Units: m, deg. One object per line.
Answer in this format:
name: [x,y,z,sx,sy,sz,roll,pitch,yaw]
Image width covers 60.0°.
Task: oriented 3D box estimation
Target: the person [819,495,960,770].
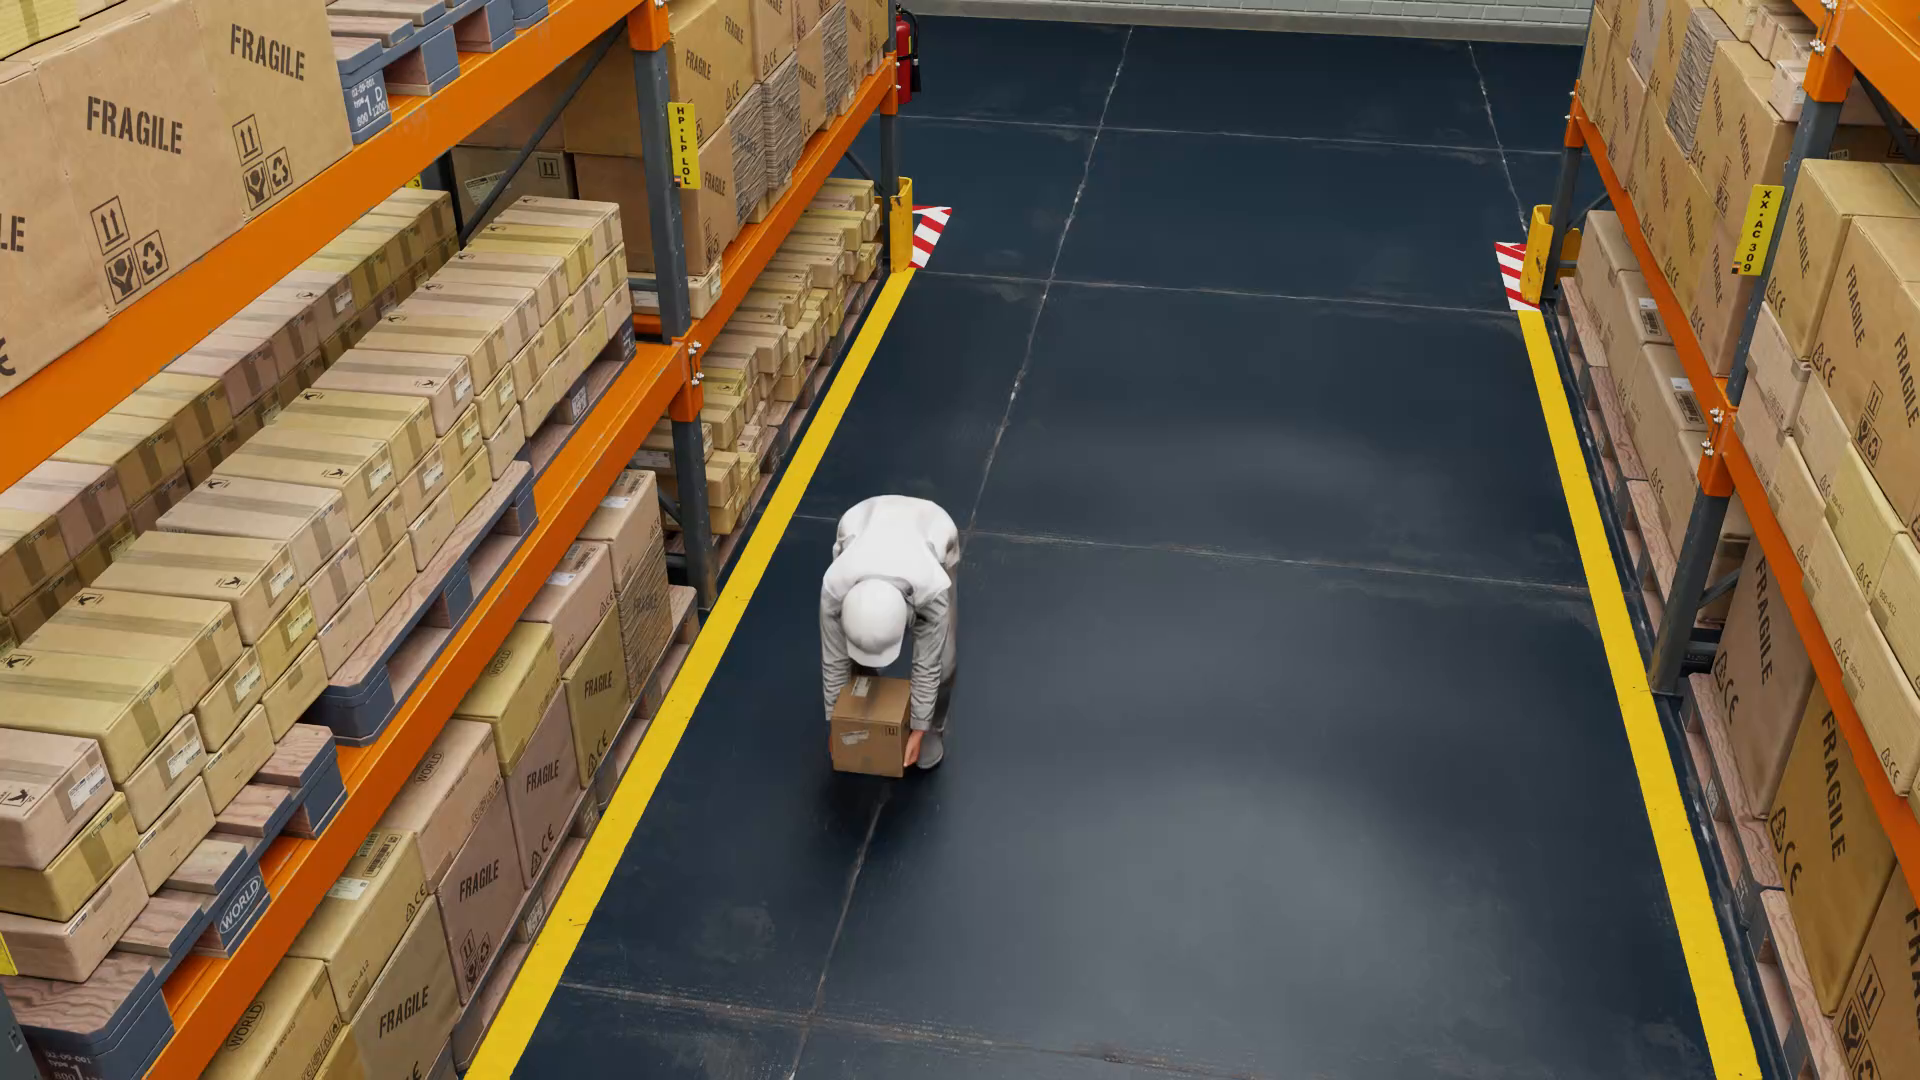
person: [-0.261,0.417,6.092,0.491,1.089,0.996,4,32,6]
